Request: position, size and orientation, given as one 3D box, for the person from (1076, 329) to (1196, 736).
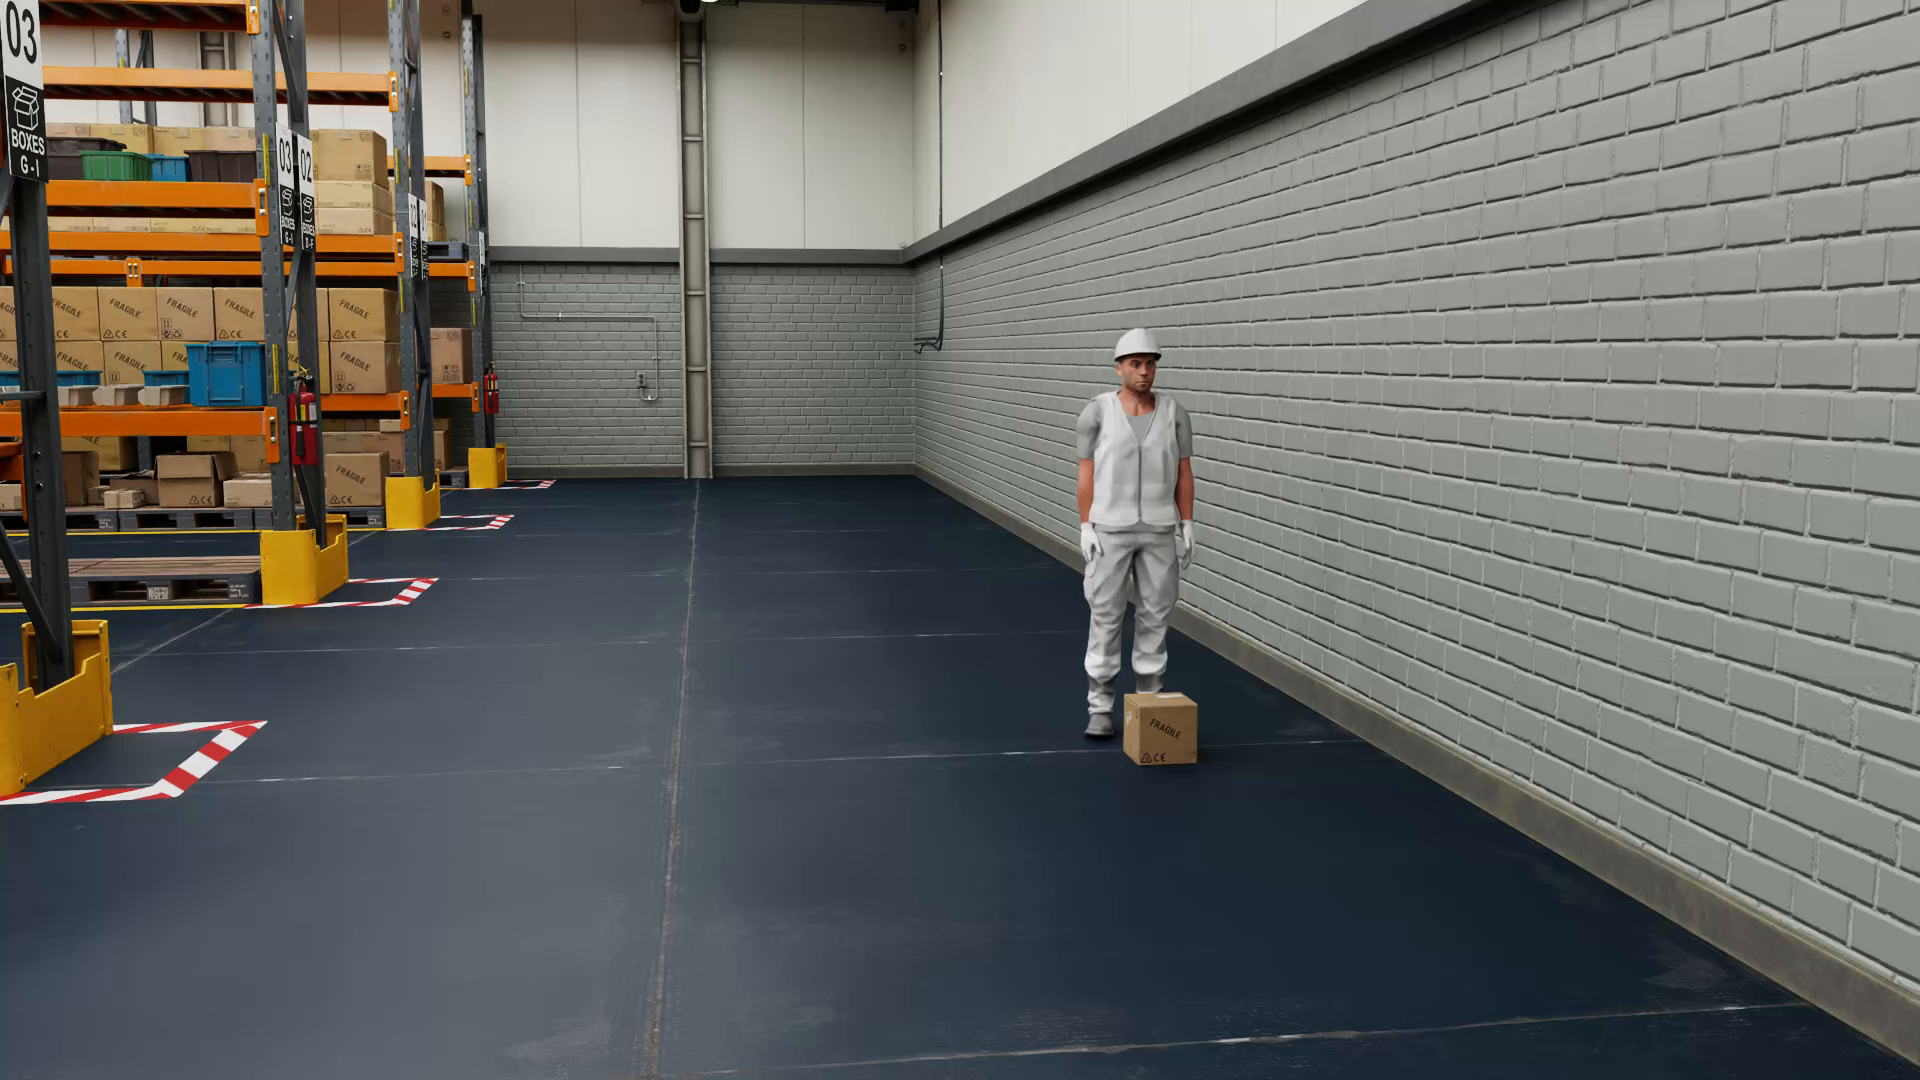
[{"bbox_3d":[0.778,-0.032,7.351,0.529,1.790,0.332,-1,6,-7],"label":"person"}]
